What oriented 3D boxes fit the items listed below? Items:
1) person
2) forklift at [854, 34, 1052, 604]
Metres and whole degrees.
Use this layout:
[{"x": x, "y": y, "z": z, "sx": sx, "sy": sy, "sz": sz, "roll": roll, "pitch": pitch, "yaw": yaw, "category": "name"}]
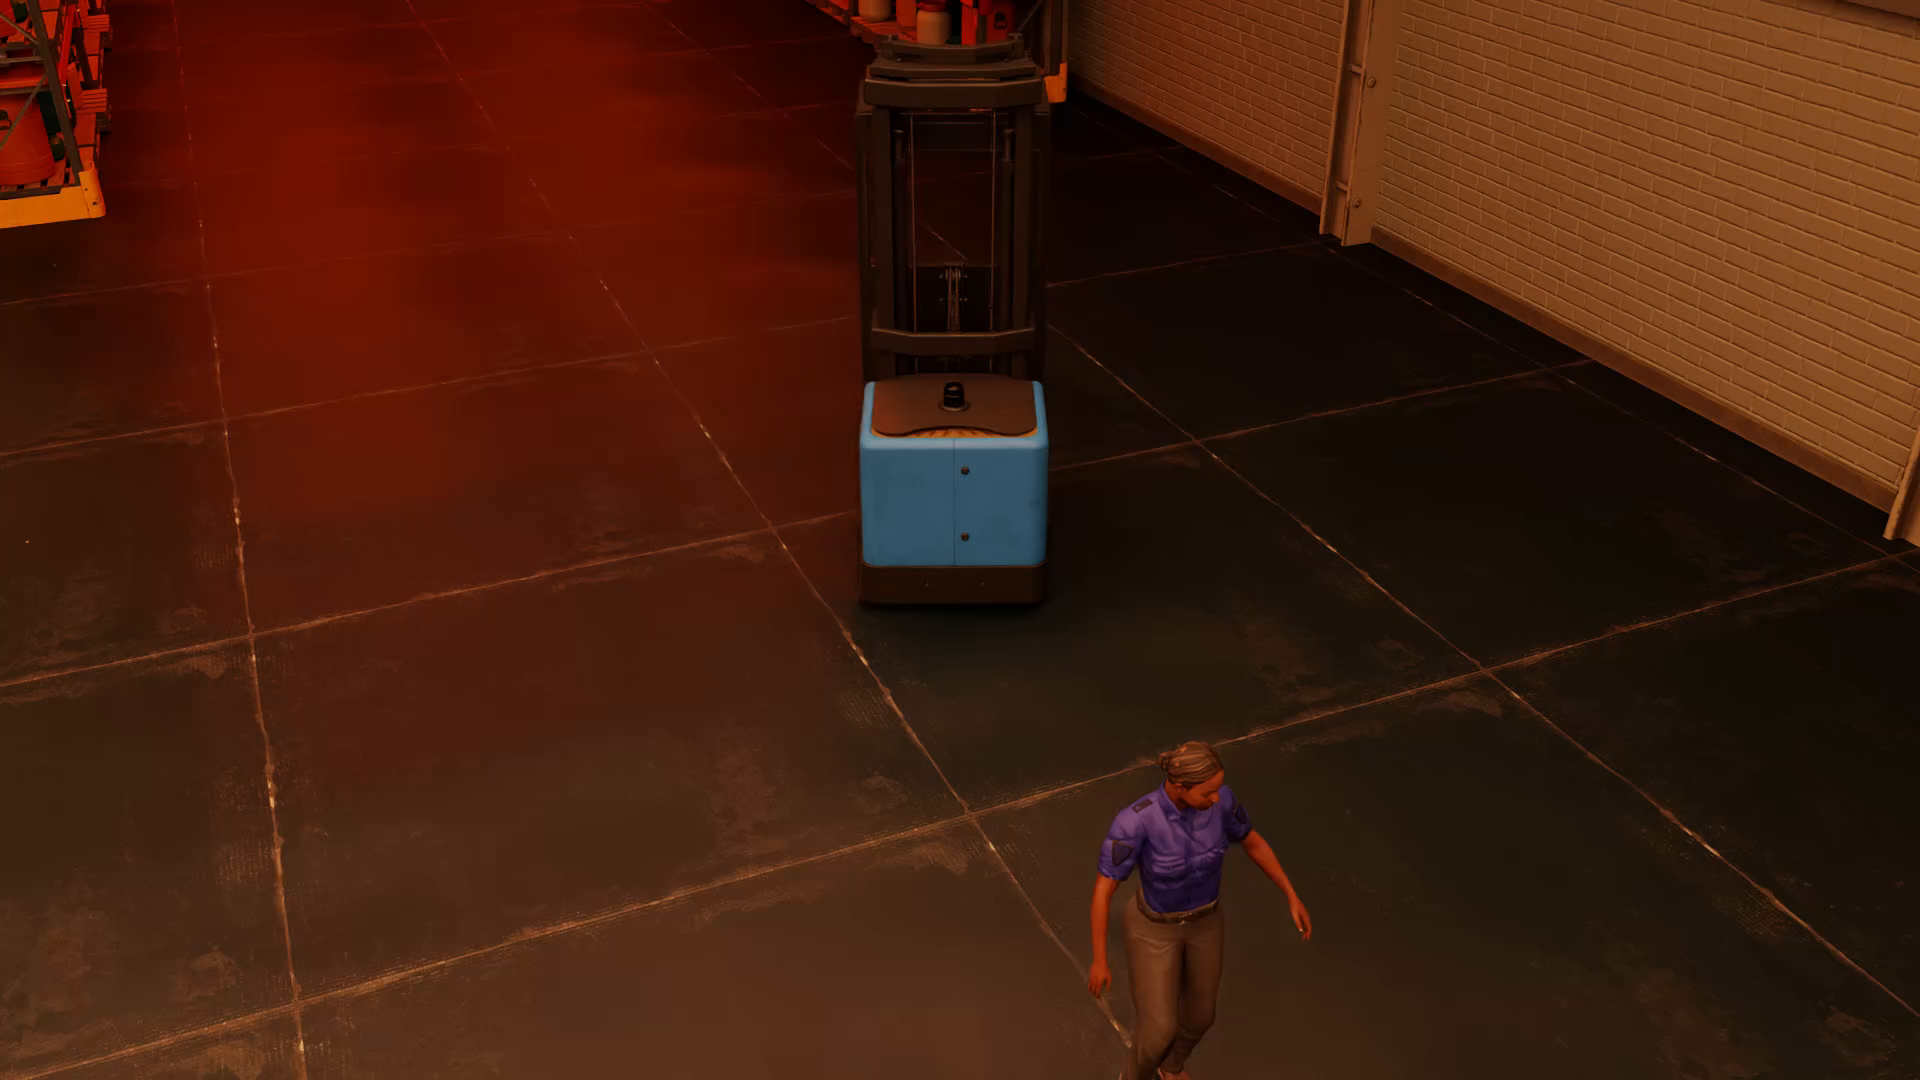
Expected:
[{"x": 0.813, "y": 1.440, "z": 5.958, "sx": 0.819, "sy": 1.676, "sz": 0.438, "roll": -10, "pitch": 31, "yaw": -17, "category": "person"}, {"x": -0.043, "y": -1.604, "z": 9.925, "sx": 1.130, "sy": 2.935, "sz": 3.031, "roll": 0, "pitch": 30, "yaw": 0, "category": "forklift"}]
